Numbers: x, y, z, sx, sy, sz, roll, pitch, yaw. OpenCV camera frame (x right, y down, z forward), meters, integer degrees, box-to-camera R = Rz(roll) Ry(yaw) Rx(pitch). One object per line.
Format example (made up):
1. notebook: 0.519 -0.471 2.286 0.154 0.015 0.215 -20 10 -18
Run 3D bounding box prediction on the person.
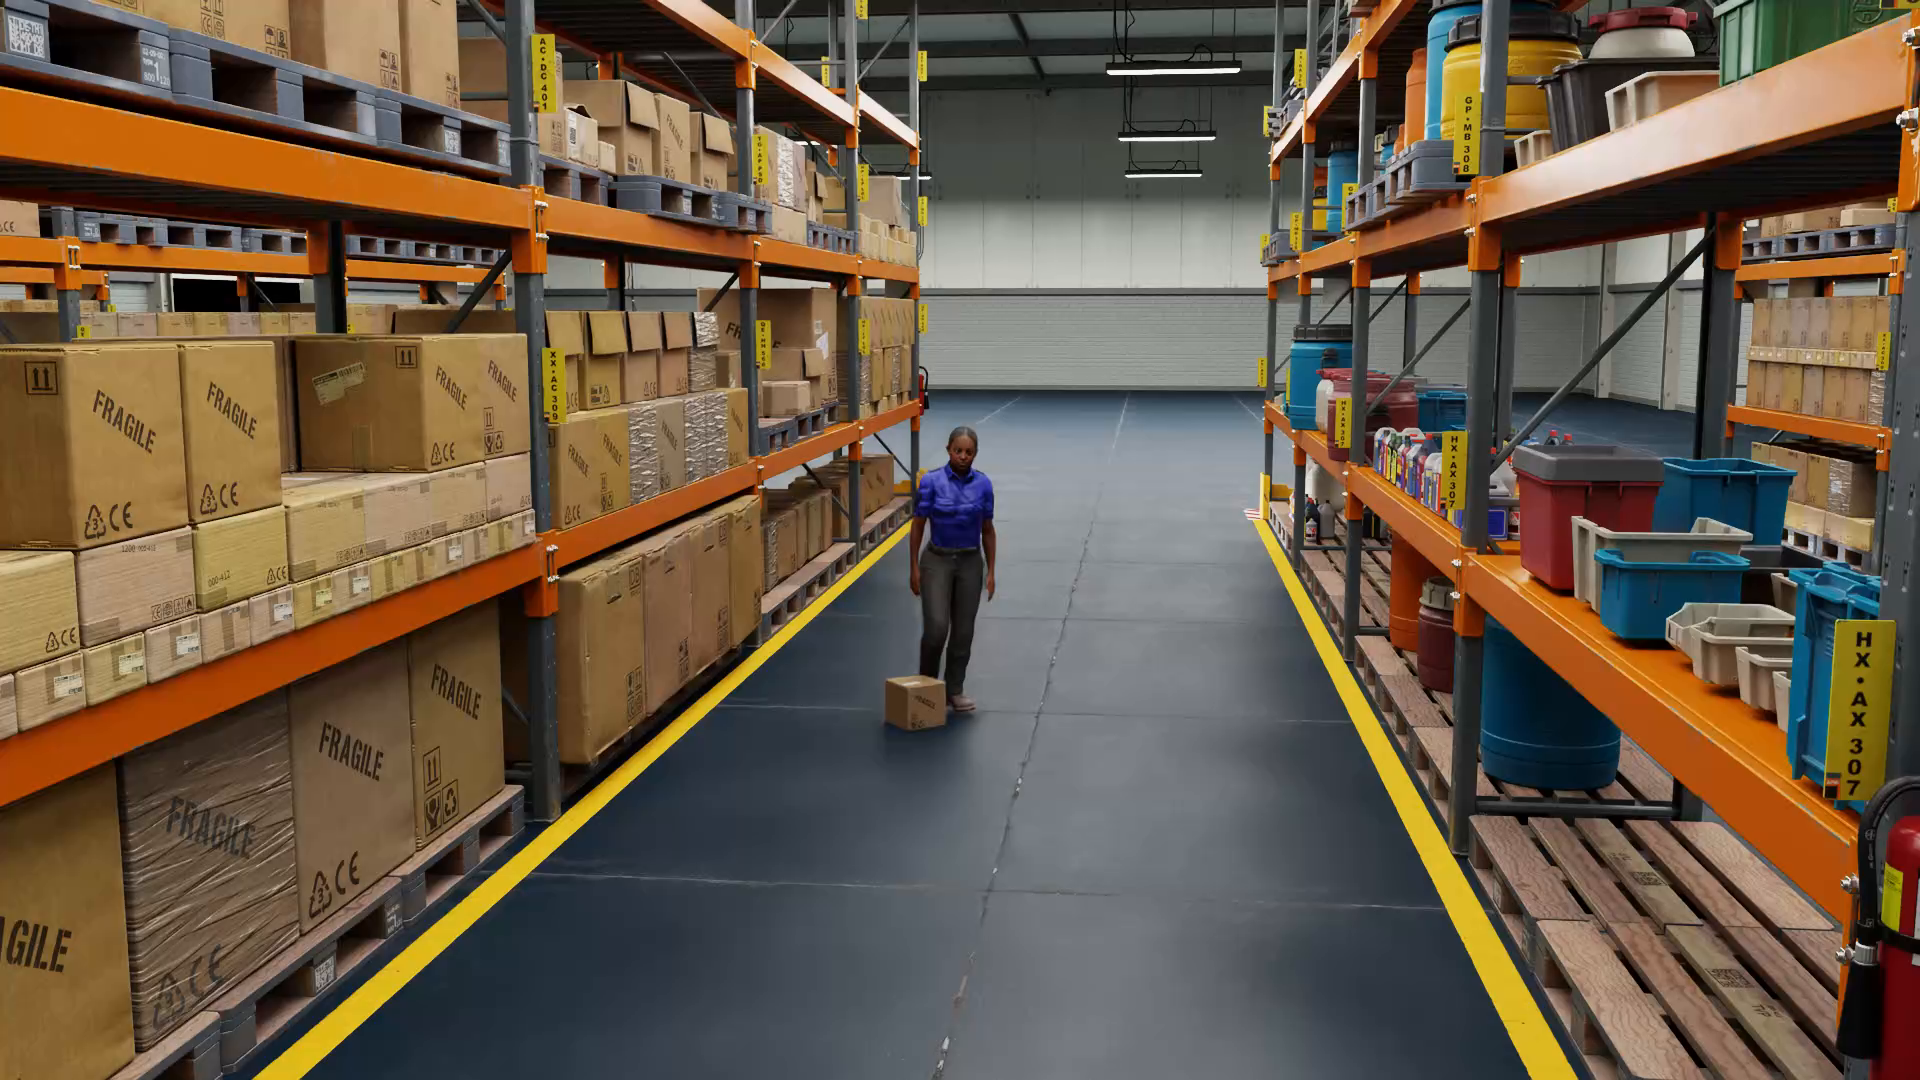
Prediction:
1. person: -0.046 0.177 9.392 0.475 1.660 0.438 -3 8 -19
